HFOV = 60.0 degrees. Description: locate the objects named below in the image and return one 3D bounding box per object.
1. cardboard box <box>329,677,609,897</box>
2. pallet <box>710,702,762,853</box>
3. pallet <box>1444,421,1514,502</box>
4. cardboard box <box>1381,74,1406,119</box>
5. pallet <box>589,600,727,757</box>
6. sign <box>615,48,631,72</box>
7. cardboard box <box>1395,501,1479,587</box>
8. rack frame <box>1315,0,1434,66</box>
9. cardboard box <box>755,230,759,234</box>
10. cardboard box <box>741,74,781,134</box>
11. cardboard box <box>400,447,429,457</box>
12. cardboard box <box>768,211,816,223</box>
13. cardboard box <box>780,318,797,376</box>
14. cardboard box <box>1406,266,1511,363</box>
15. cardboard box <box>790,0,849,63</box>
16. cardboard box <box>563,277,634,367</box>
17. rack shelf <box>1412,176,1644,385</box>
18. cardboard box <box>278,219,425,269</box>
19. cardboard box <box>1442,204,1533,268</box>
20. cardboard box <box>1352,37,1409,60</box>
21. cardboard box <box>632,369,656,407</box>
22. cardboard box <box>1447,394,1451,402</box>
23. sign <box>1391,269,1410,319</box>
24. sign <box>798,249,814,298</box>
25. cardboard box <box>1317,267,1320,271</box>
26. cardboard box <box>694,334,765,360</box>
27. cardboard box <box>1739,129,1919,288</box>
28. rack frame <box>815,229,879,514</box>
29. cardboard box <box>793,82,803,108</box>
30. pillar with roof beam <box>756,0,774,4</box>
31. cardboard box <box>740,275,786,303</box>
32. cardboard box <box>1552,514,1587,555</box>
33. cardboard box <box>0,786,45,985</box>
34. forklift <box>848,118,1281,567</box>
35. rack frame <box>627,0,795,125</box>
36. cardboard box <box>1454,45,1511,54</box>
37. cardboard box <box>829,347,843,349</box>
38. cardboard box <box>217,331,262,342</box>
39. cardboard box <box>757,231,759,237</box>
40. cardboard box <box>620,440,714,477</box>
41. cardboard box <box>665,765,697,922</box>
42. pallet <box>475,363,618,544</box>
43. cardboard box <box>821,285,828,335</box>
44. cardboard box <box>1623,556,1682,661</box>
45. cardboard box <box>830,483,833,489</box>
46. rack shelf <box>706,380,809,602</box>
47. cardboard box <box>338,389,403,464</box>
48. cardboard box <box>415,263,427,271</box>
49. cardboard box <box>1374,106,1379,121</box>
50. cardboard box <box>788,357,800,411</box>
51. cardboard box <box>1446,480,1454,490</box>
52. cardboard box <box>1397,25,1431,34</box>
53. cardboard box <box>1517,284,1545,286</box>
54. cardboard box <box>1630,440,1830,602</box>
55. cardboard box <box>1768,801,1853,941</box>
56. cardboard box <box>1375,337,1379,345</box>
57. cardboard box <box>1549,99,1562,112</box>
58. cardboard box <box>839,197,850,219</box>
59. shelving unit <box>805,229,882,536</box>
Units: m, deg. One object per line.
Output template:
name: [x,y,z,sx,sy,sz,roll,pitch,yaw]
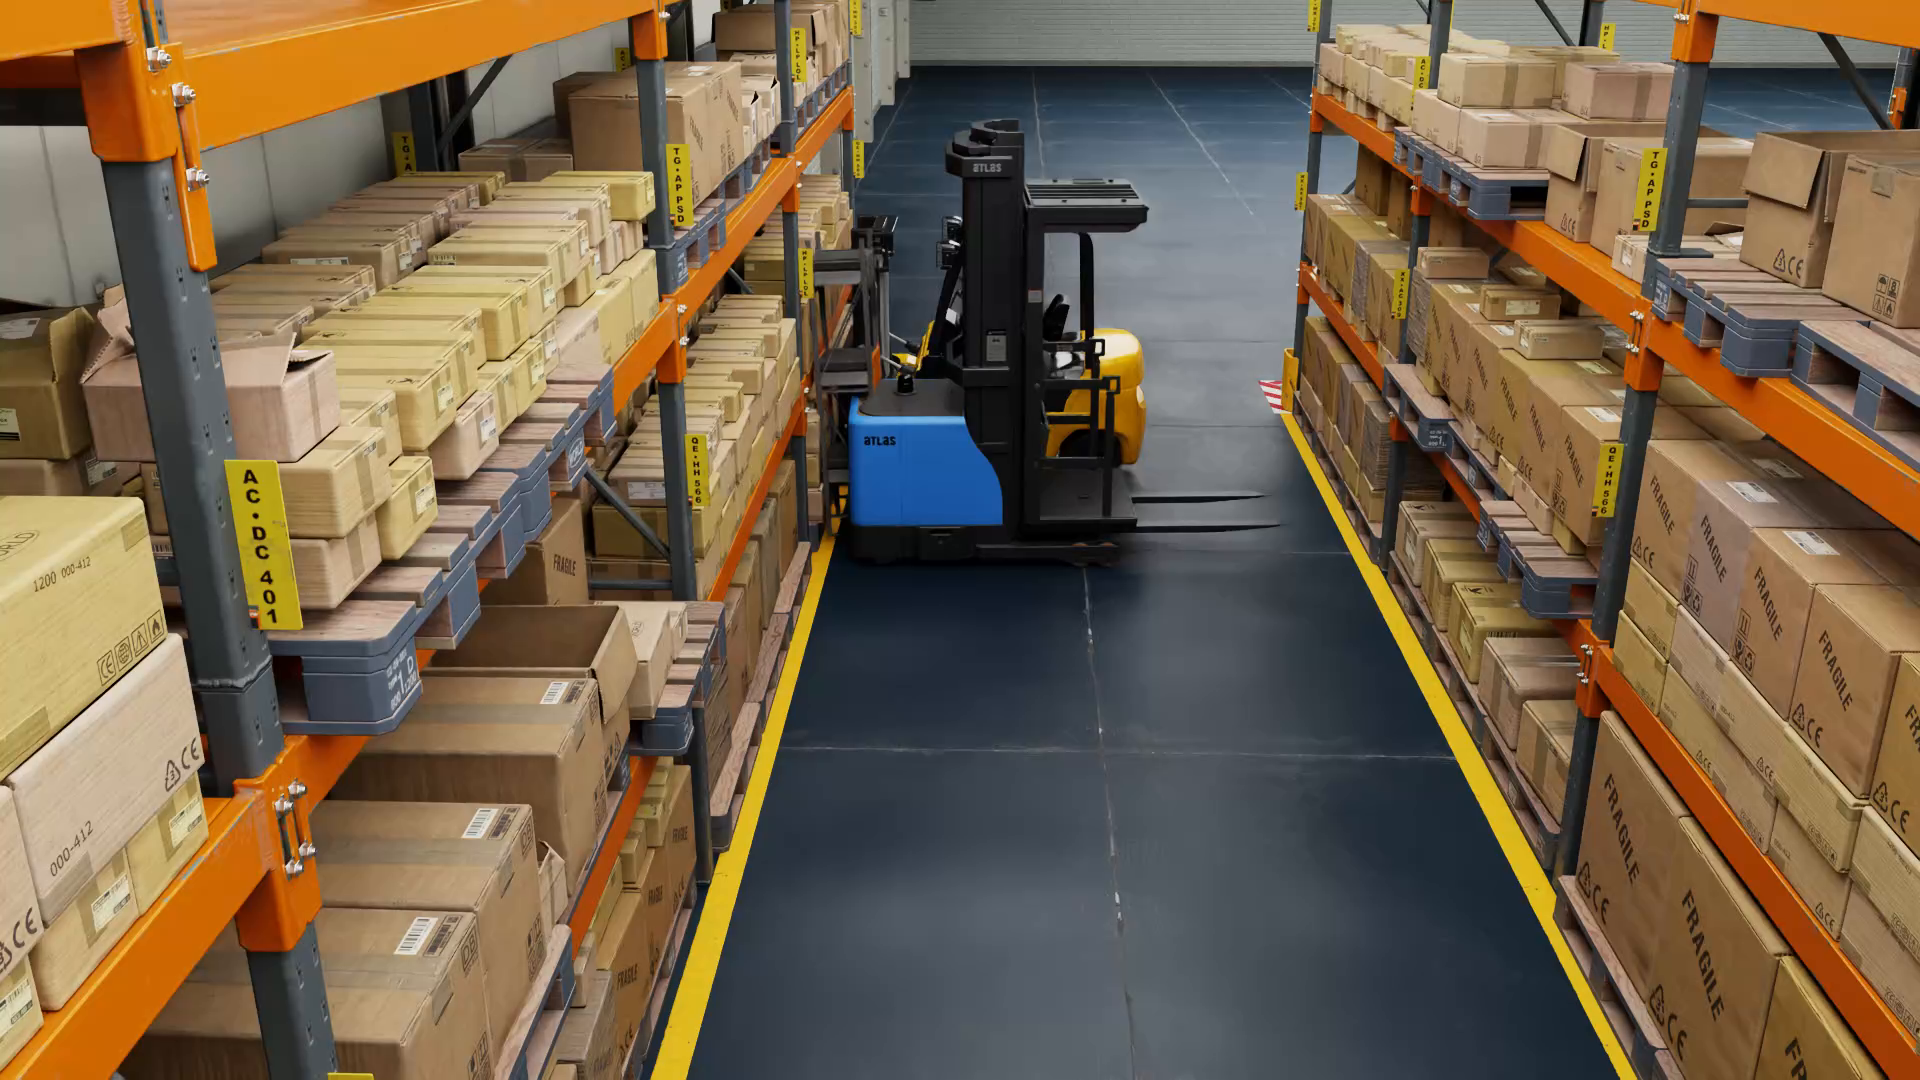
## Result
cardboard box: [-1.520,0.762,5.200,0.700,0.500,0.500,1,21,1]
pallet: [-1.612,1.204,8.633,1.003,0.211,1.213,1,21,2]
pallet: [3.305,-0.372,9.106,1.003,0.211,1.213,1,21,2]
cardboard box: [3.166,-3.004,11.273,0.500,0.250,0.500,0,21,1]
pallet: [-1.626,0.537,6.764,1.213,0.211,1.003,1,21,2]
sign: [-2.109,-2.927,10.454,0.100,0.325,0.005,1,21,2]
cardboard box: [3.394,0.028,10.863,0.950,0.372,0.625,1,21,2]
rack frame: [3.529,-5.435,13.595,1.000,3.000,0.127,1,21,2]
cardboard box: [-1.736,-2.405,12.634,0.380,0.149,0.250,1,21,3]
cardboard box: [-1.333,-2.580,9.788,0.500,0.311,0.500,0,21,0]
cardboard box: [-1.438,-0.165,3.790,0.380,0.149,0.250,1,21,2]
cardboard box: [-1.298,-2.401,12.625,0.380,0.149,0.250,1,21,2]
cardboard box: [-1.314,-1.227,10.562,0.500,0.250,0.500,0,21,0]
cardboard box: [3.106,-1.406,10.376,0.500,0.500,0.500,1,21,3]
cardboard box: [-1.202,-4.216,13.743,0.500,0.500,0.500,1,21,3]
cardboard box: [-1.463,-0.757,5.894,0.500,0.250,0.500,1,21,2]
rack shelf: [3.347,-1.531,8.677,1.077,0.370,4.000,1,21,2]
cardboard box: [-1.985,-0.953,5.436,0.380,0.149,0.250,1,21,1]
cardboard box: [3.637,-2.000,11.104,0.700,0.500,0.500,0,21,1]
cardboard box: [3.170,-3.709,12.540,0.380,0.149,0.250,1,21,3]
cardboard box: [-1.841,-0.823,8.967,0.380,0.149,0.250,1,21,3]
cardboard box: [3.126,-0.880,9.918,0.380,0.149,0.250,2,21,5]
sign: [2.865,-1.598,10.804,0.100,0.325,0.005,1,21,2]
sign: [-1.011,-1.745,10.889,0.100,0.325,0.005,1,21,2]
cardboard box: [3.312,-2.400,14.415,0.380,0.149,0.250,1,21,2]
cardboard box: [-1.338,-1.096,9.671,0.380,0.149,0.250,0,21,0]
cardboard box: [3.425,-1.250,6.233,0.797,0.503,0.637,-1,21,-2]
rack frame: [-0.772,-1.184,12.030,0.400,2.100,0.015,-2,18,4]
cardboard box: [-1.237,-2.927,10.908,0.380,0.149,0.250,1,21,3]
pillar with roof beam: [2.131,-7.368,18.578,9.100,9.000,0.400,1,21,2]
cardboard box: [-1.282,-1.706,11.244,0.380,0.149,0.250,0,21,1]
cardboard box: [2.996,-0.043,7.759,0.380,0.149,0.250,1,21,2]
cardboard box: [-1.567,0.546,2.125,0.500,0.250,0.500,0,21,0]
forklift: [0.733,-1.372,11.513,3.031,2.935,1.130,0,21,-1]
rack frame: [-1.554,-4.042,10.005,1.000,3.000,0.127,1,21,2]
cardboard box: [3.728,-3.426,11.811,0.380,0.149,0.250,0,21,1]
cardboard box: [-1.173,-1.351,13.202,0.500,0.250,0.500,0,21,1]
cardboard box: [-1.903,-0.402,3.990,0.380,0.149,0.250,1,21,3]
cardboard box: [-1.771,-2.366,12.946,0.380,0.149,0.250,1,21,1]
cardboard box: [-1.365,-0.356,7.765,0.380,0.149,0.250,1,21,3]
cardboard box: [-1.474,1.326,7.339,0.500,0.500,0.500,1,21,3]
pallet: [-1.679,-0.273,4.699,1.213,0.211,1.003,1,21,2]
cardboard box: [-1.266,-1.820,12.436,0.500,0.500,0.500,0,21,1]
cardboard box: [3.023,0.272,6.697,0.500,0.250,0.500,0,21,1]
cardboard box: [-1.208,-0.514,12.427,0.500,0.250,0.500,0,21,0]
rack shelf: [-1.615,-0.186,9.357,1.077,0.370,4.000,1,21,2]
cardboard box: [-1.413,-0.215,3.507,0.380,0.149,0.250,1,21,3]
cardboard box: [-2.022,-0.909,5.734,0.380,0.149,0.250,0,21,1]
cardboard box: [3.254,-3.148,12.196,0.380,0.149,0.250,0,21,1]
cardboard box: [-1.308,-0.990,10.640,0.500,0.250,0.500,1,21,3]
cardboard box: [3.695,-0.665,11.781,0.500,0.500,0.500,2,21,4]
cardboard box: [3.814,-4.165,13.715,0.380,0.149,0.250,1,21,2]
cardboard box: [3.609,-1.224,9.906,0.500,0.500,0.500,1,21,2]
cardboard box: [3.026,-0.082,6.574,0.500,0.500,0.500,0,21,0]
cardboard box: [2.988,1.053,5.376,0.500,0.250,0.500,1,21,2]
cardboard box: [3.221,-1.467,12.011,0.380,0.149,0.250,0,21,1]
cardboard box: [3.514,-2.320,9.342,0.500,0.250,0.500,1,21,2]
cardboard box: [-1.141,-2.819,14.112,0.380,0.149,0.250,1,21,2]
shelving unit: [-0.785,-1.110,11.798,0.431,2.100,0.503,-2,18,4]
